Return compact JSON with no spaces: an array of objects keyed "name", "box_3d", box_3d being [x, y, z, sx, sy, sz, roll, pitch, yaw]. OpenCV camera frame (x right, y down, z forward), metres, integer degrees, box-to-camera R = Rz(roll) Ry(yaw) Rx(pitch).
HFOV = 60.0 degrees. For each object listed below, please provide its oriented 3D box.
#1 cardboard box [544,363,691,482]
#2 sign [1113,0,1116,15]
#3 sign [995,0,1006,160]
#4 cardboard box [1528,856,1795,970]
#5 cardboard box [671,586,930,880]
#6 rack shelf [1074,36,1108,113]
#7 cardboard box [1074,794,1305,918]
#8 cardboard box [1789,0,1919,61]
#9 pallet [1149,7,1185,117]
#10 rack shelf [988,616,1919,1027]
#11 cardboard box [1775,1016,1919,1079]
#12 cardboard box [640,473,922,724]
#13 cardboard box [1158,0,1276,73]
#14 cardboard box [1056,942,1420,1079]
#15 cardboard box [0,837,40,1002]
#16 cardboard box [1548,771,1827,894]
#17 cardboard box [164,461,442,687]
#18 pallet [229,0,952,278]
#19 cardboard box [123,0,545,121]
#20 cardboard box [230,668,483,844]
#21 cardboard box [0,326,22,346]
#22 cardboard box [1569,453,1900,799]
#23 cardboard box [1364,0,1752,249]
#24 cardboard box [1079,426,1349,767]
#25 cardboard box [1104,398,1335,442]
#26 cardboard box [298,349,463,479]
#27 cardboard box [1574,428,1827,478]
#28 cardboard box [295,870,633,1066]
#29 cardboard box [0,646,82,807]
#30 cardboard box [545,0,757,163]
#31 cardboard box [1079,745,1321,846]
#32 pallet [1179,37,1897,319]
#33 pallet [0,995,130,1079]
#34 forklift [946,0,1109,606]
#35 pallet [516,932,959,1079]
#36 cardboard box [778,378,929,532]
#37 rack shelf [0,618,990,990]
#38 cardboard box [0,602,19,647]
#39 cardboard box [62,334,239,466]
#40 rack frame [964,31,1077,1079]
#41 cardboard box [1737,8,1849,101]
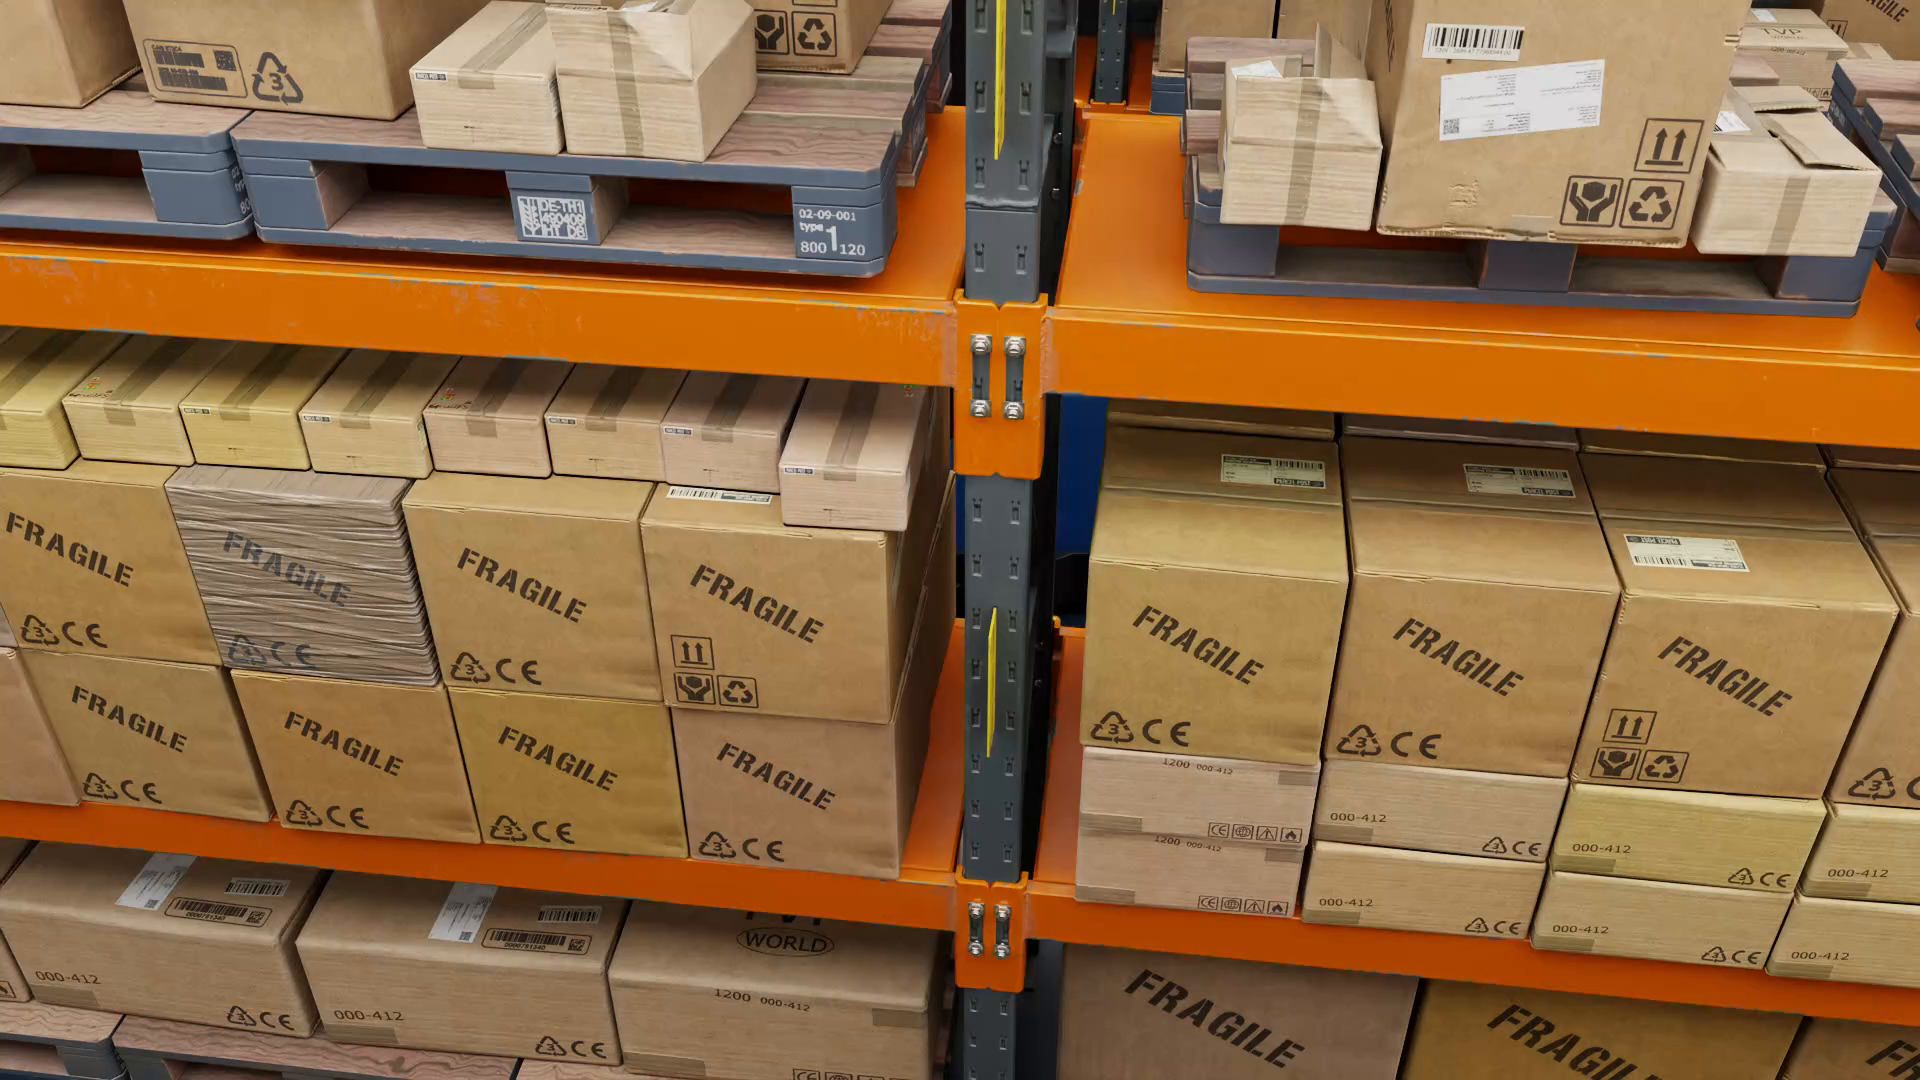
[{"name":"cardboard box","box_3d":[-0.705,-0.296,3.577,0.250,0.149,0.380,4,36,6]},{"name":"sign","box_3d":[0.702,-2.538,7.478,0.005,0.325,0.100,4,36,6]},{"name":"sign","box_3d":[0.066,-0.782,2.668,0.005,0.325,0.100,4,36,6]},{"name":"cardboard box","box_3d":[1.557,0.692,3.827,0.500,0.250,0.500,4,36,6]},{"name":"cardboard box","box_3d":[-0.358,0.434,3.974,0.500,0.500,0.500,5,36,6]},{"name":"rack shelf","box_3d":[-1.220,-2.354,8.585,4.000,0.370,1.077,4,36,6]},{"name":"cardboard box","box_3d":[0.538,0.607,3.946,0.500,0.250,0.500,3,36,5]},{"name":"cardboard box","box_3d":[4.240,-2.542,7.783,0.500,0.500,0.500,6,36,8]},{"name":"pallet","box_3d":[1.542,-2.298,8.054,1.213,0.211,1.003,4,36,6]},{"name":"rack shelf","box_3d":[2.118,0.803,4.163,4.000,0.370,1.077,4,36,6]},{"name":"cardboard box","box_3d":[2.543,1.184,4.476,0.875,0.875,0.875,5,36,7]},{"name":"cardboard box","box_3d":[-0.368,0.038,3.668,0.500,0.500,0.500,4,36,6]},{"name":"cardboard box","box_3d":[1.215,-2.546,7.787,0.500,0.500,0.700,5,36,7]},{"name":"cardboard box","box_3d":[0.760,1.055,4.657,0.875,0.875,0.875,5,36,7]},{"name":"cardboard box","box_3d":[-3.165,0.929,5.210,0.875,0.438,0.875,3,36,4]},{"name":"cardboard box","box_3d":[1.553,0.489,3.681,0.500,0.250,0.500,5,36,7]},{"name":"cardboard box","box_3d":[-1.377,-0.036,3.772,0.500,0.500,0.500,5,36,7]},{"name":"pallet","box_3d":[-0.675,-0.890,3.409,1.213,0.211,1.003,4,36,6]},{"name":"cardboard box","box_3d":[-1.207,-1.194,3.222,0.637,0.503,0.797,7,36,10]},{"name":"cardboard box","box_3d":[-1.369,0.370,4.063,0.500,0.500,0.500,4,36,5]},{"name":"cardboard box","box_3d":[-2.231,-0.356,3.661,0.250,0.149,0.380,5,36,6]},{"name":"cardboard box","box_3d":[1.540,0.172,3.479,0.500,0.500,0.500,3,36,5]},{"name":"cardboard box","box_3d":[0.972,-0.839,2.813,0.500,0.500,0.500,4,36,5]},{"name":"cardboard box","box_3d":[0.535,0.112,3.564,0.500,0.500,0.500,5,36,6]},{"name":"cardboard box","box_3d":[0.610,-0.198,3.998,0.500,0.500,0.500,5,36,7]},{"name":"cardboard box","box_3d":[-1.211,-0.302,3.585,0.250,0.149,0.380,4,36,6]},{"name":"cardboard box","box_3d":[1.624,-0.115,3.882,0.500,0.500,0.500,5,36,7]},{"name":"cardboard box","box_3d":[-1.362,1.059,5.027,0.875,0.438,0.875,3,36,5]},{"name":"cardboard box","box_3d":[-2.386,0.295,4.168,0.500,0.500,0.500,4,36,6]},{"name":"cardboard box","box_3d":[-0.540,-0.879,2.986,0.258,0.266,0.396,5,36,7]},{"name":"cardboard box","box_3d":[0.535,0.414,3.786,0.500,0.250,0.500,3,36,5]},{"name":"pallet","box_3d":[1.050,-0.742,3.290,1.217,0.209,0.805,3,36,4]},{"name":"pallet","box_3d":[-3.030,1.215,5.366,1.213,0.211,1.003,4,36,6]},{"name":"forklift","box_3d":[-0.625,-1.196,6.403,3.031,2.935,1.130,0,36,0]},{"name":"pallet","box_3d":[-0.610,1.395,5.113,1.213,0.211,1.003,4,36,6]},{"name":"cardboard box","box_3d":[-0.211,-0.189,3.428,0.250,0.149,0.380,4,36,5]},{"name":"rack shelf","box_3d":[-1.849,0.507,4.577,4.000,0.370,1.077,4,36,6]},{"name":"cardboard box","box_3d":[-2.368,-0.114,3.882,0.500,0.500,0.500,4,36,6]},{"name":"cardboard box","box_3d":[-1.717,-0.330,3.625,0.250,0.149,0.380,4,36,6]},{"name":"rack frame","box_3d":[0.135,0.362,4.161,0.127,3.000,1.000,4,36,6]},{"name":"cardboard box","box_3d":[3.643,-2.204,7.524,0.500,0.250,0.500,3,36,4]}]
